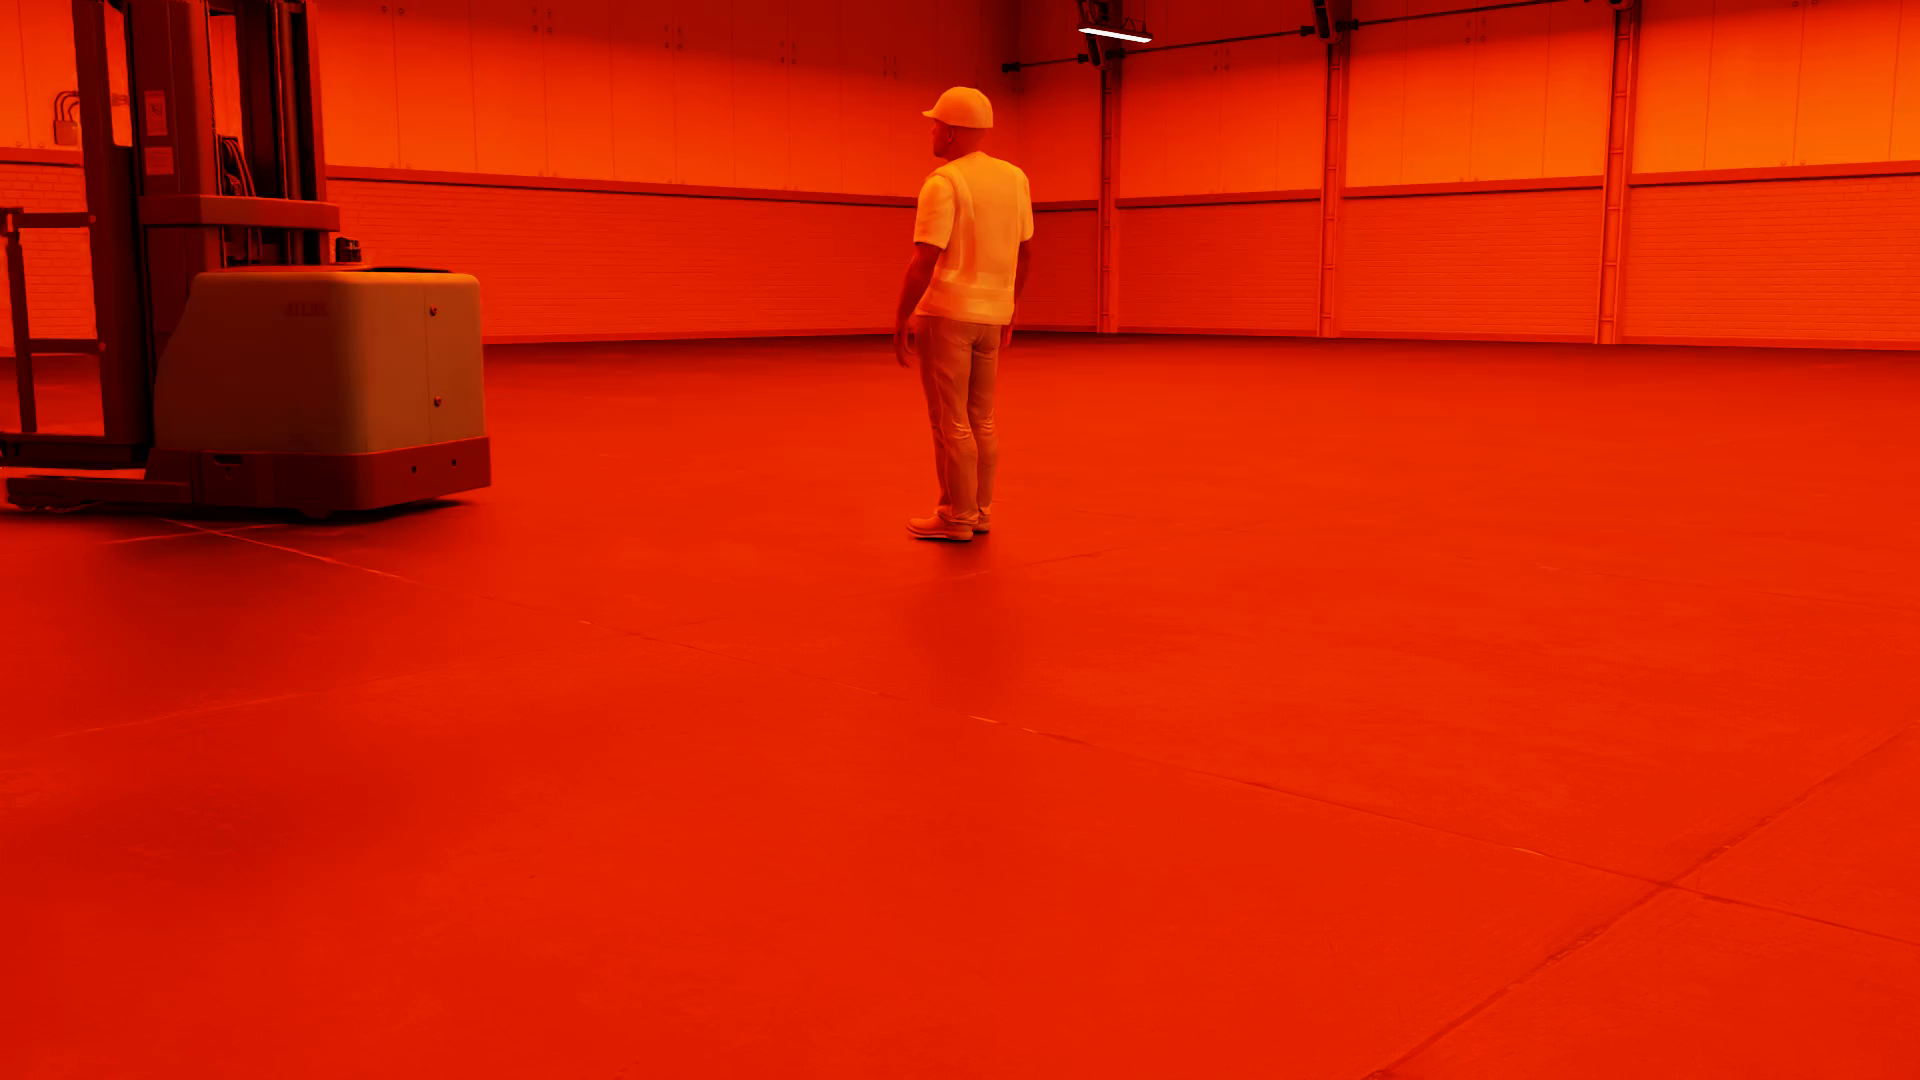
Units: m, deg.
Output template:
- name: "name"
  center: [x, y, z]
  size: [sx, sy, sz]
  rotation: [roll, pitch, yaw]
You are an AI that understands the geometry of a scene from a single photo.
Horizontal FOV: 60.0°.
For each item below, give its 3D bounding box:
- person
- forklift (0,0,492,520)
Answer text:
- name: "person"
  center: [-0.045, -0.888, 6.637]
  size: [0.577, 1.765, 0.665]
  rotation: [8, 12, 43]
- name: "forklift"
  center: [-3.817, -1.640, 7.763]
  size: [3.031, 2.935, 1.130]
  rotation: [3, 9, 17]
